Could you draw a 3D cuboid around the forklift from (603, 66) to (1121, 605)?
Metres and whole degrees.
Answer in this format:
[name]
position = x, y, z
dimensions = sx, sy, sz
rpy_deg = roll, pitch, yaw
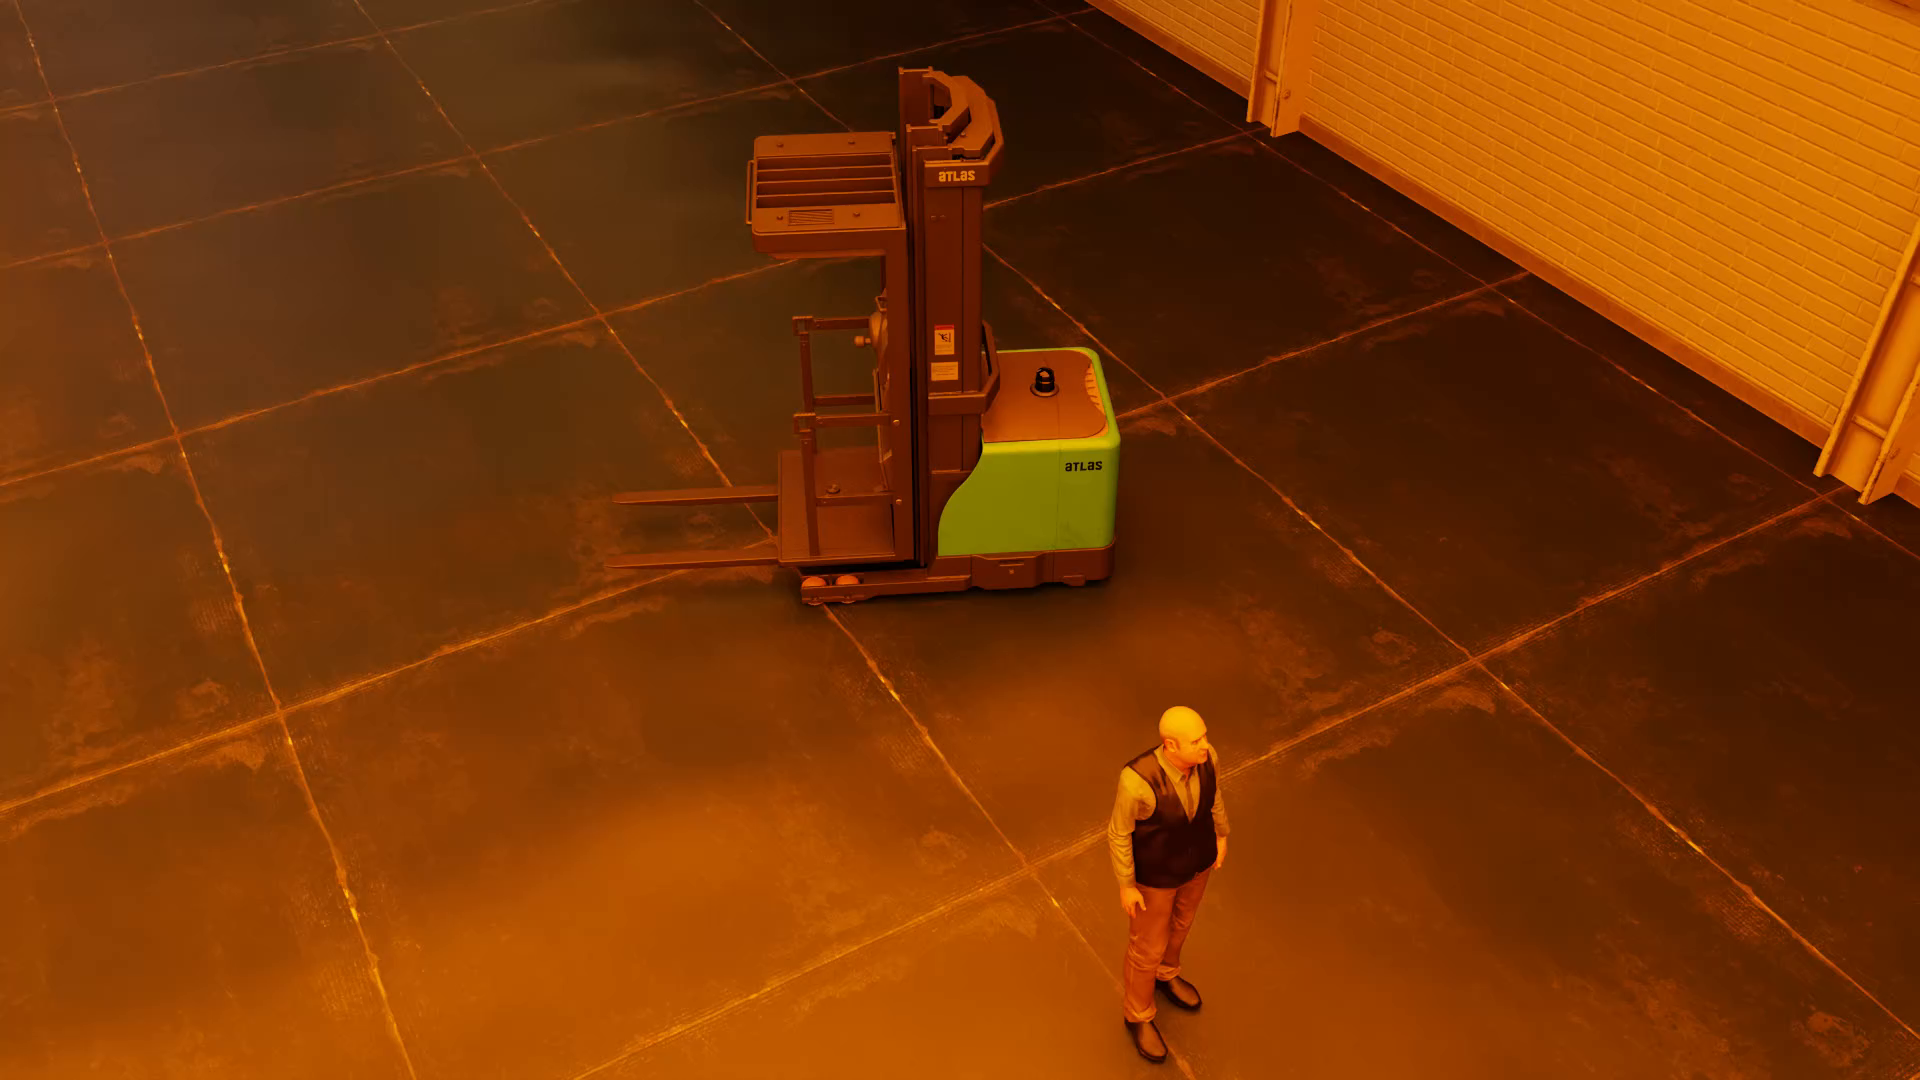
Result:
[forklift]
position = -0.621, -1.096, 9.357
dimensions = 3.031, 2.935, 1.130
rpy_deg = -3, 40, -4

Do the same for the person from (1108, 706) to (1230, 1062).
[person]
position = 0.952, 1.448, 7.226
dimensions = 0.632, 1.720, 0.569
rpy_deg = -26, 46, -28
